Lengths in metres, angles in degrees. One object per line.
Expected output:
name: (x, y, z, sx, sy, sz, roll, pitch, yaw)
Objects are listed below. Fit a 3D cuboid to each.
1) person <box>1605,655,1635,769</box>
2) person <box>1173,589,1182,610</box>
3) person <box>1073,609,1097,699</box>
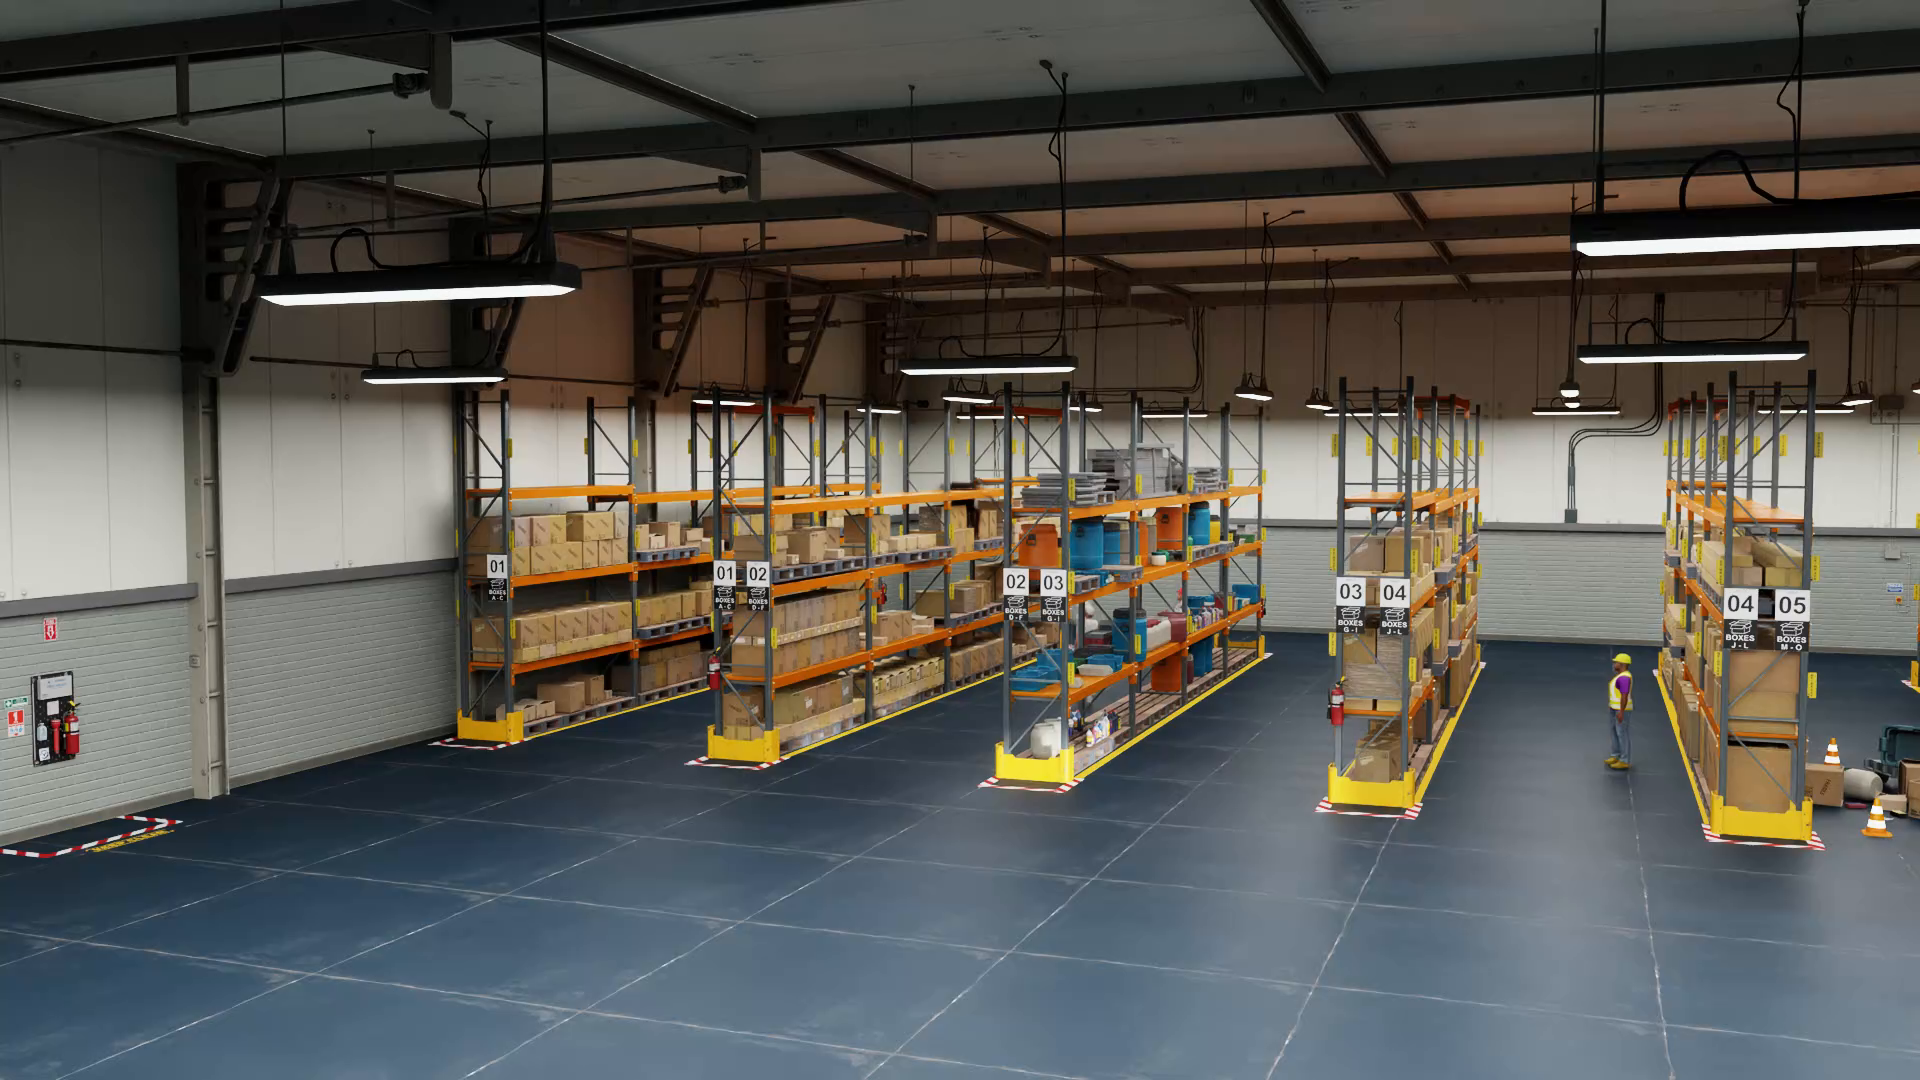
person: (10.344, 2.687, 26.075, 0.431, 1.774, 0.600, 0, 3, -8)
person: (4.983, 2.012, 38.137, 0.489, 1.784, 0.590, 1, 3, 11)
person: (2.468, 2.287, 33.038, 0.458, 1.860, 0.562, 2, 4, 37)
